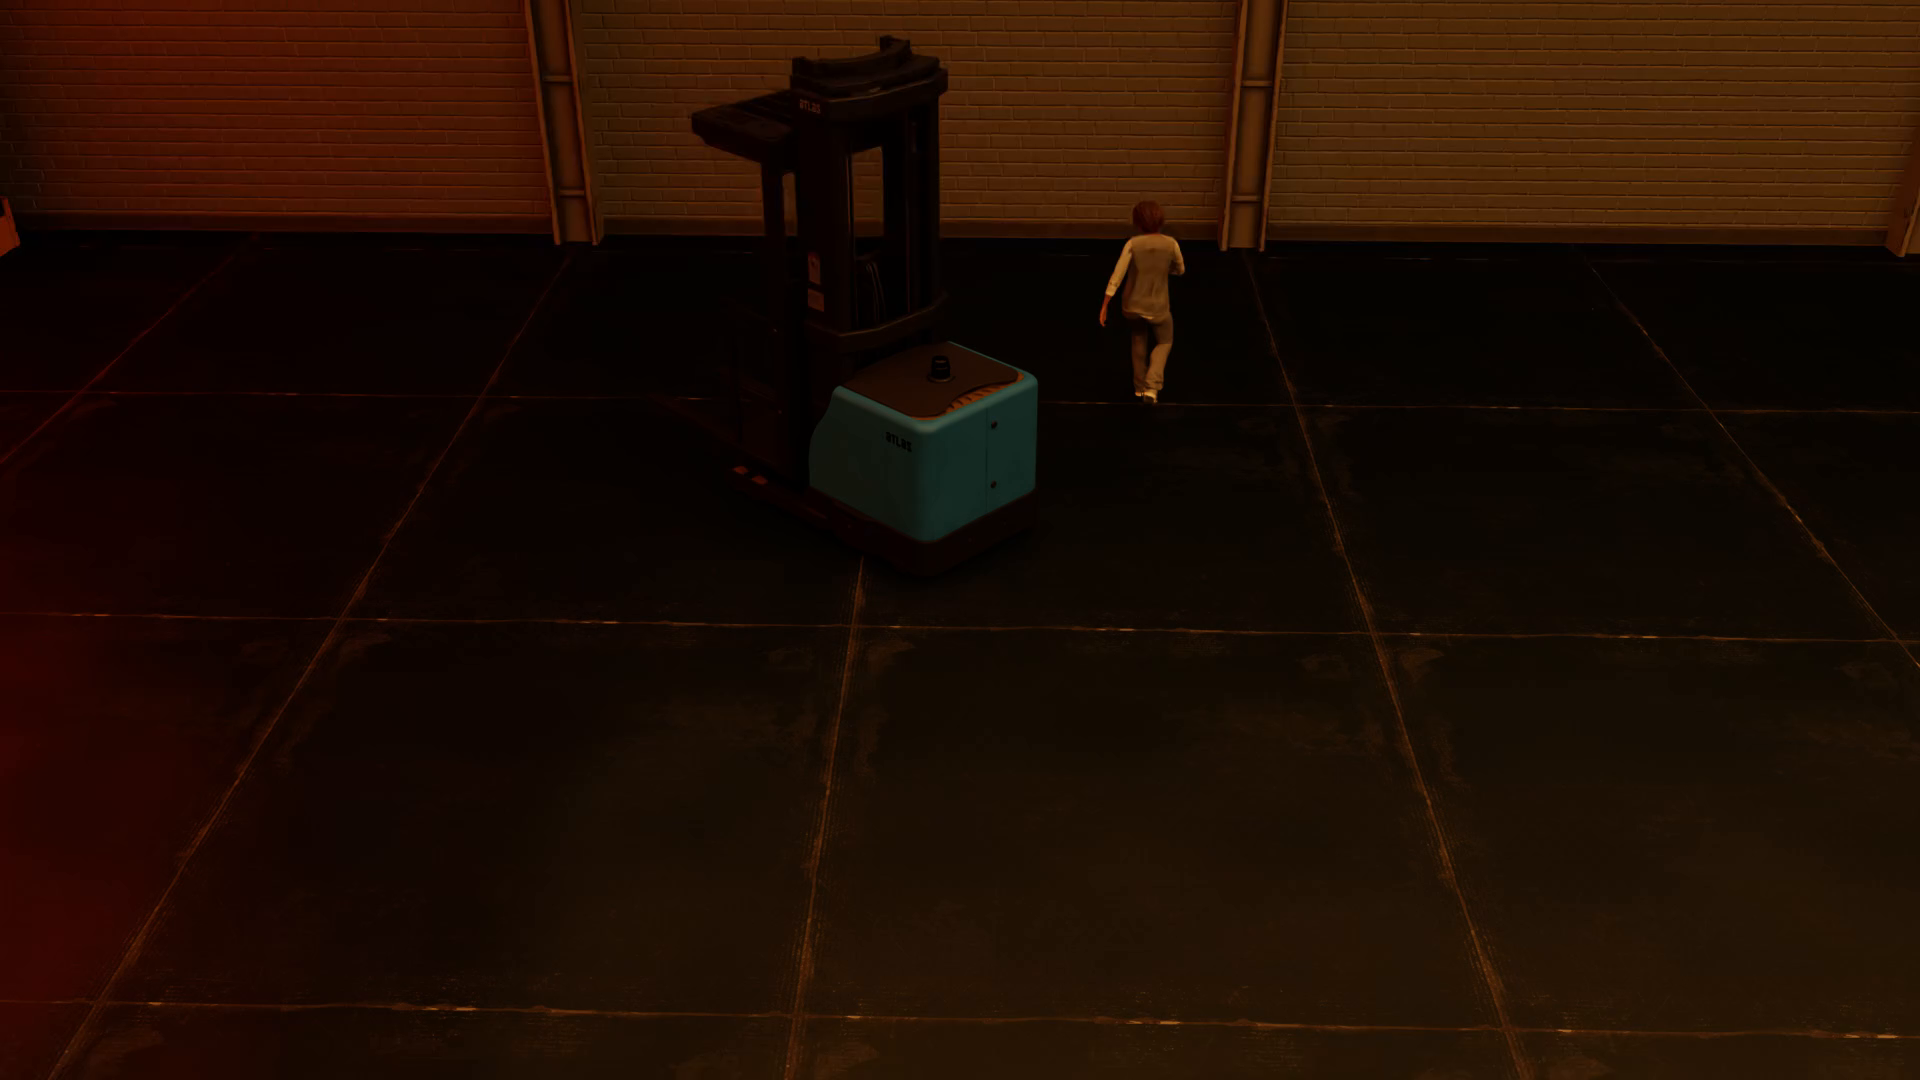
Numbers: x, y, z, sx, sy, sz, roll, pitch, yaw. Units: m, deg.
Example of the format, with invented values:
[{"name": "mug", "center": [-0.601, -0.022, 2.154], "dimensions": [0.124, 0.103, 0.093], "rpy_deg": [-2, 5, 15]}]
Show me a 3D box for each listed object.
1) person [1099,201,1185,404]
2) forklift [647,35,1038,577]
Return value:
[{"name": "person", "center": [1.307, -1.681, 11.853], "dimensions": [0.529, 1.539, 0.615], "rpy_deg": [9, 32, 15]}, {"name": "forklift", "center": [-0.913, -1.684, 10.470], "dimensions": [3.031, 2.935, 1.130], "rpy_deg": [26, 40, 37]}]
